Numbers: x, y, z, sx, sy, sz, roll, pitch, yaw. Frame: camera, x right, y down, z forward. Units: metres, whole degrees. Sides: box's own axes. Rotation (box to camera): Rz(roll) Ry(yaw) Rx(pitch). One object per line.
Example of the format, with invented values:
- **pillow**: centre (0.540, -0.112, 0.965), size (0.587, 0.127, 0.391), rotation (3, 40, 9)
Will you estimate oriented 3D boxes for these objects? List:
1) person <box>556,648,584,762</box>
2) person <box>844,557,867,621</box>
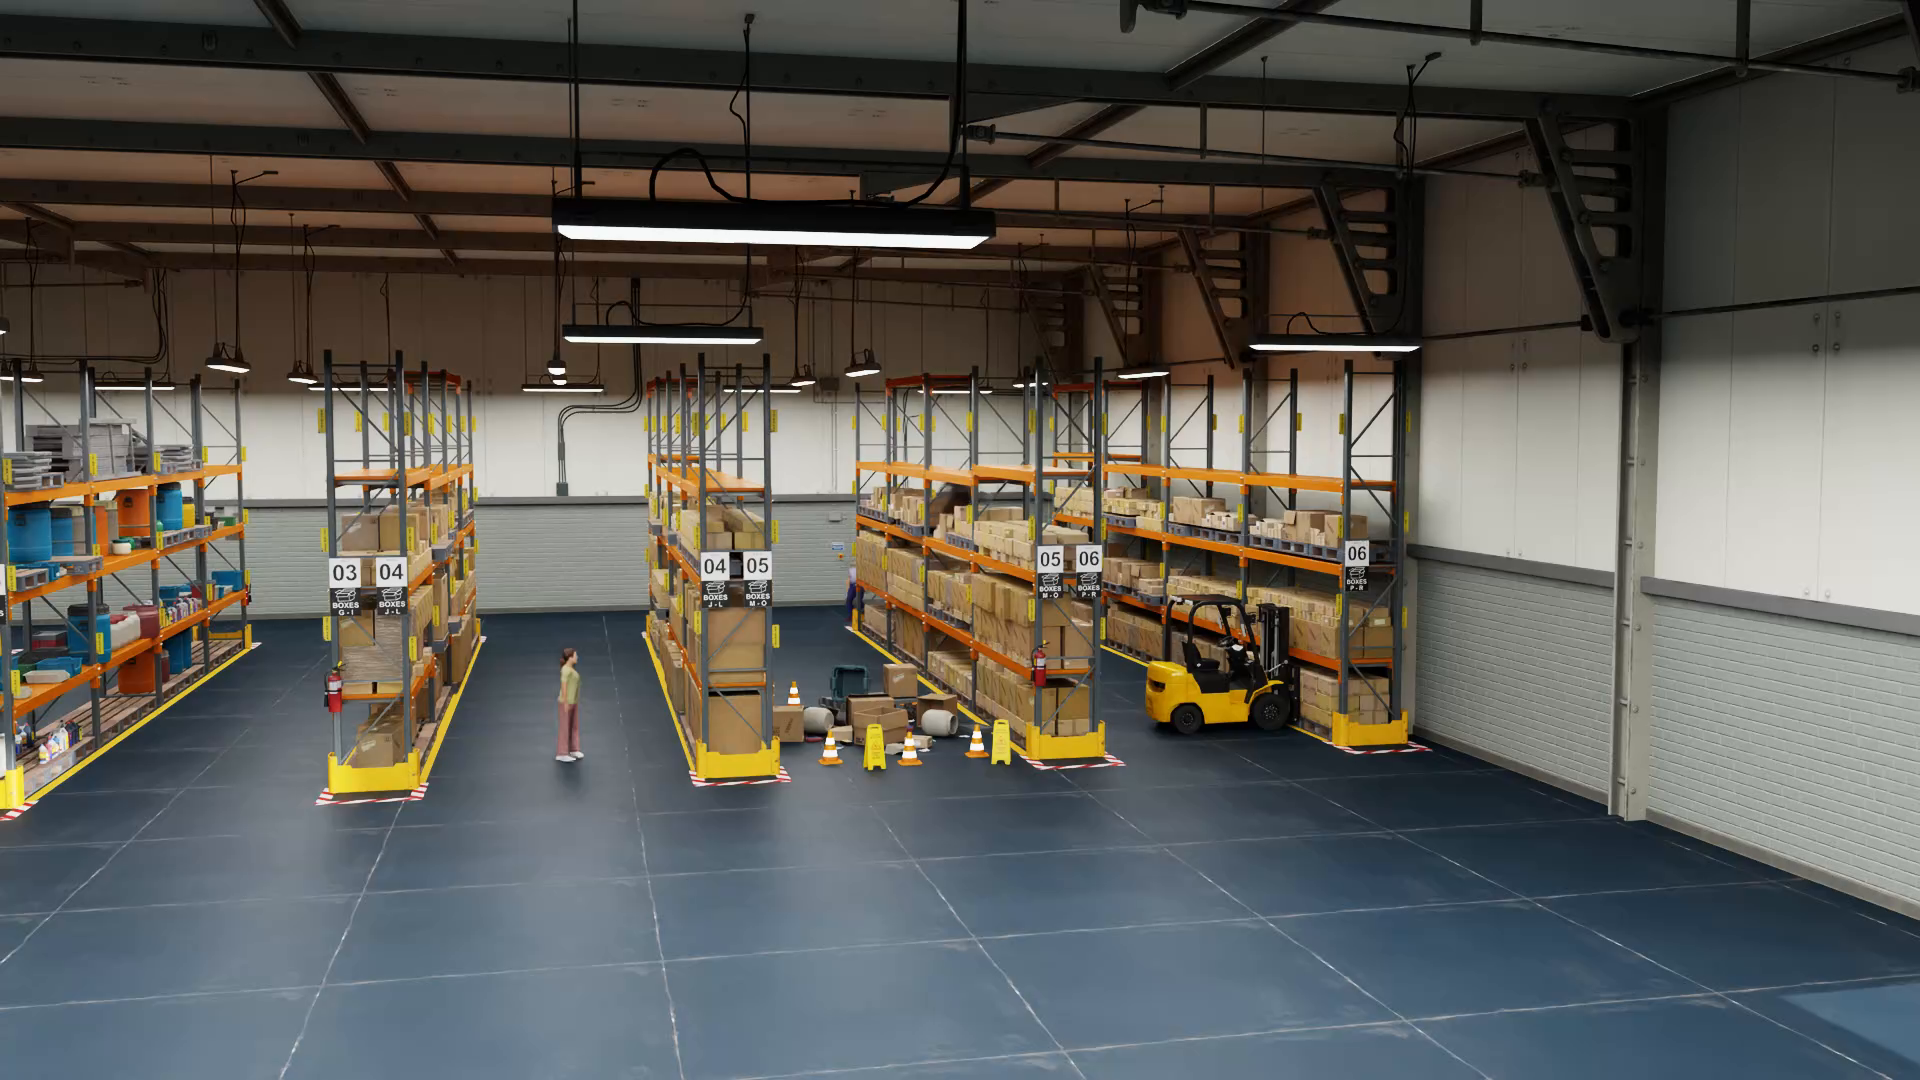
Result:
- **person**: centre (-5.822, 2.440, 24.832), size (0.375, 1.685, 0.540), rotation (0, 4, 2)
- **person**: centre (-2.654, 1.265, 42.407), size (0.589, 1.625, 0.542), rotation (3, 5, 35)
